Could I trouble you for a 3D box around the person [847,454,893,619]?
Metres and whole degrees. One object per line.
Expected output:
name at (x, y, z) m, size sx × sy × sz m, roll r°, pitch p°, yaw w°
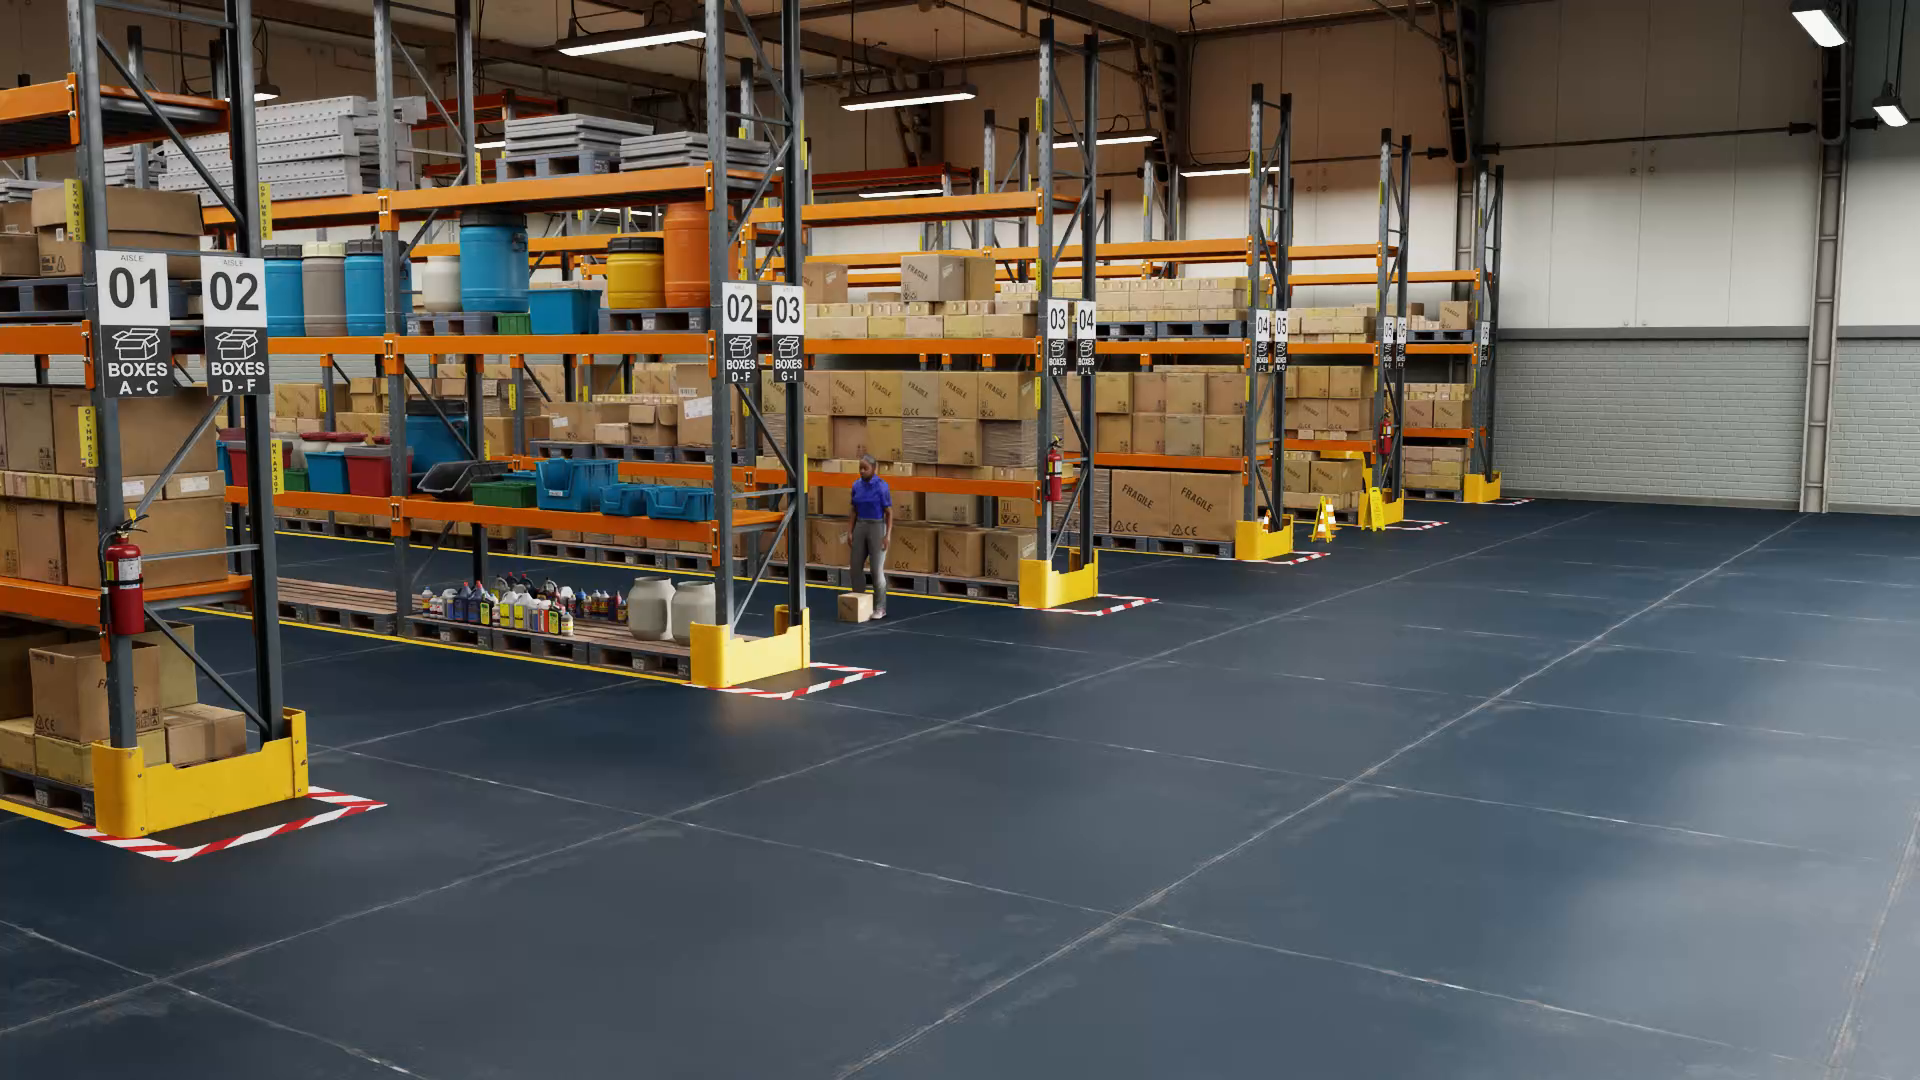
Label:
person at (-0.921, -0.046, 16.719) m, size 0.527 × 1.653 × 0.350 m, roll 4°, pitch 7°, yaw 30°
